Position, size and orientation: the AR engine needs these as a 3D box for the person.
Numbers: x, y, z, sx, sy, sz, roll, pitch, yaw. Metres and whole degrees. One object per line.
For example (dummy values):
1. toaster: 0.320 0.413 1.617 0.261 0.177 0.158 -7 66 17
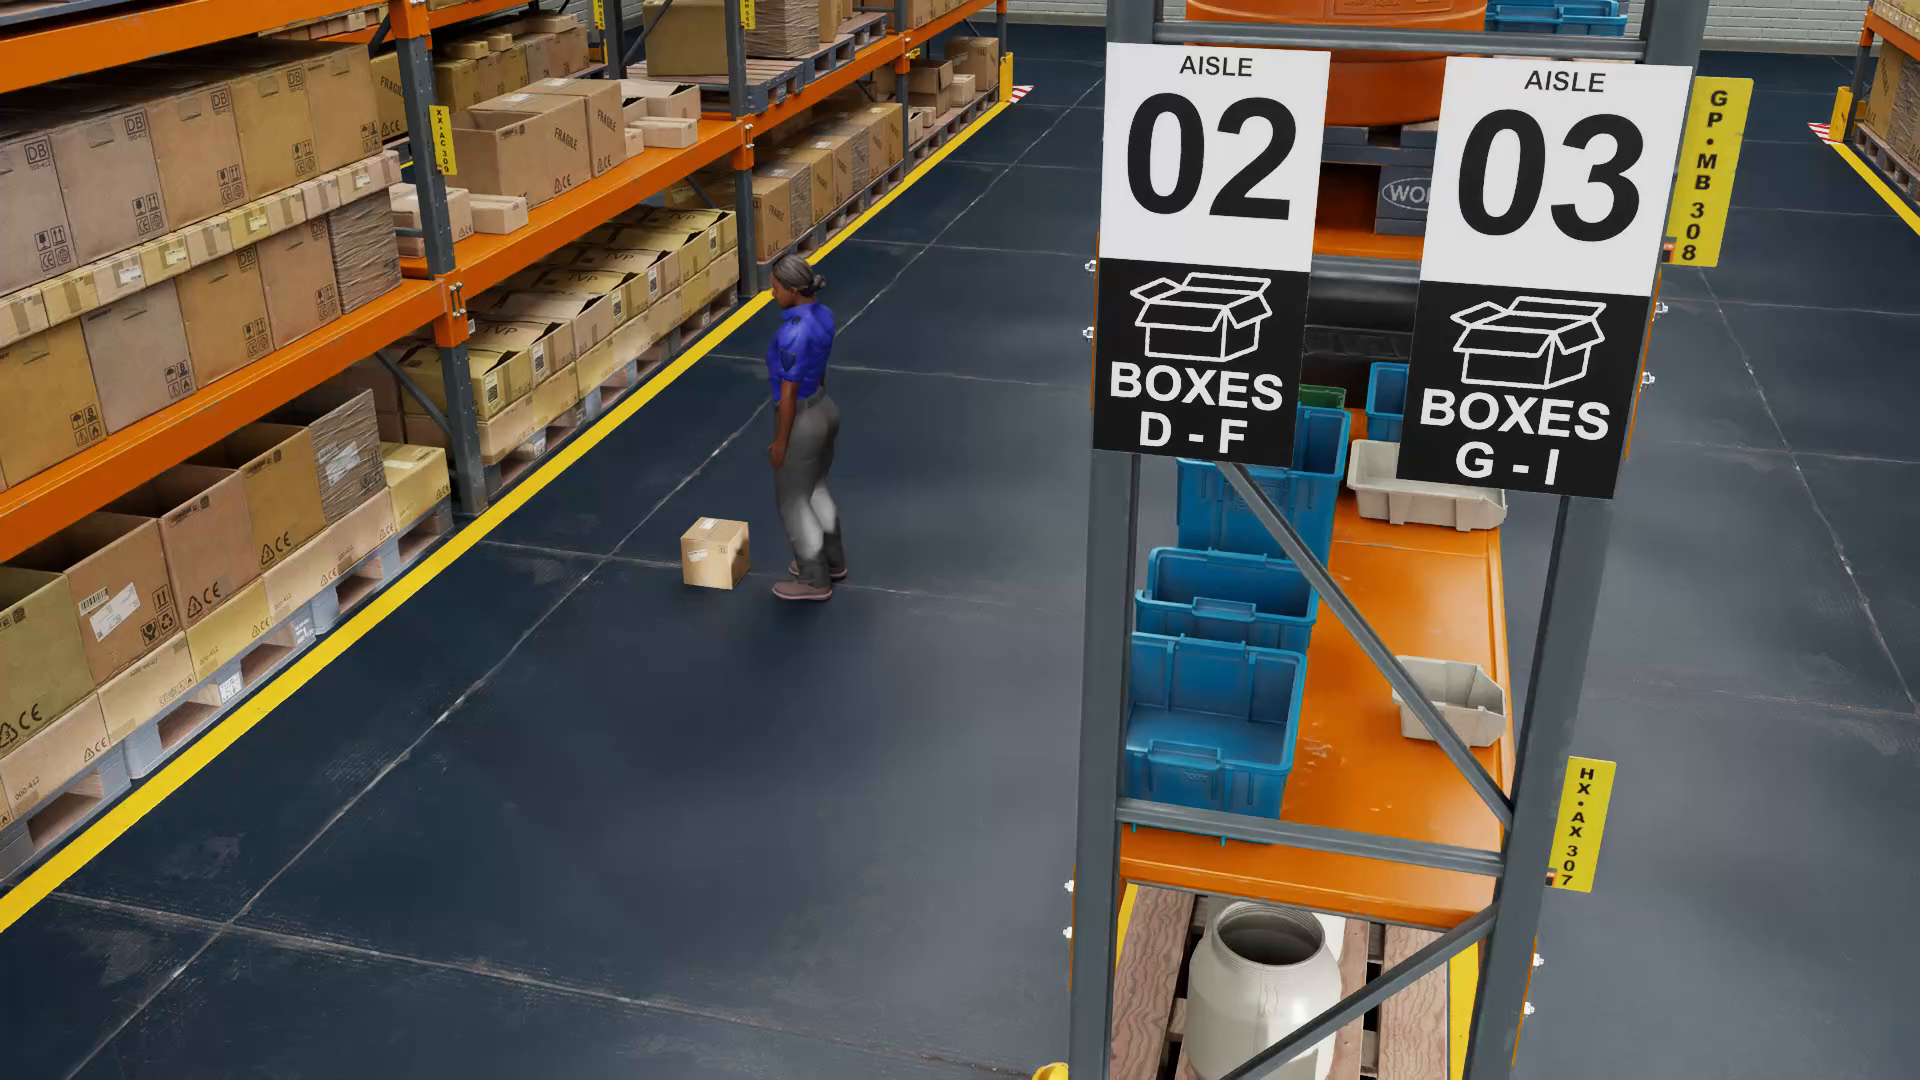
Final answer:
1. person: -0.735 -0.512 7.701 0.304 1.655 0.438 7 26 14
